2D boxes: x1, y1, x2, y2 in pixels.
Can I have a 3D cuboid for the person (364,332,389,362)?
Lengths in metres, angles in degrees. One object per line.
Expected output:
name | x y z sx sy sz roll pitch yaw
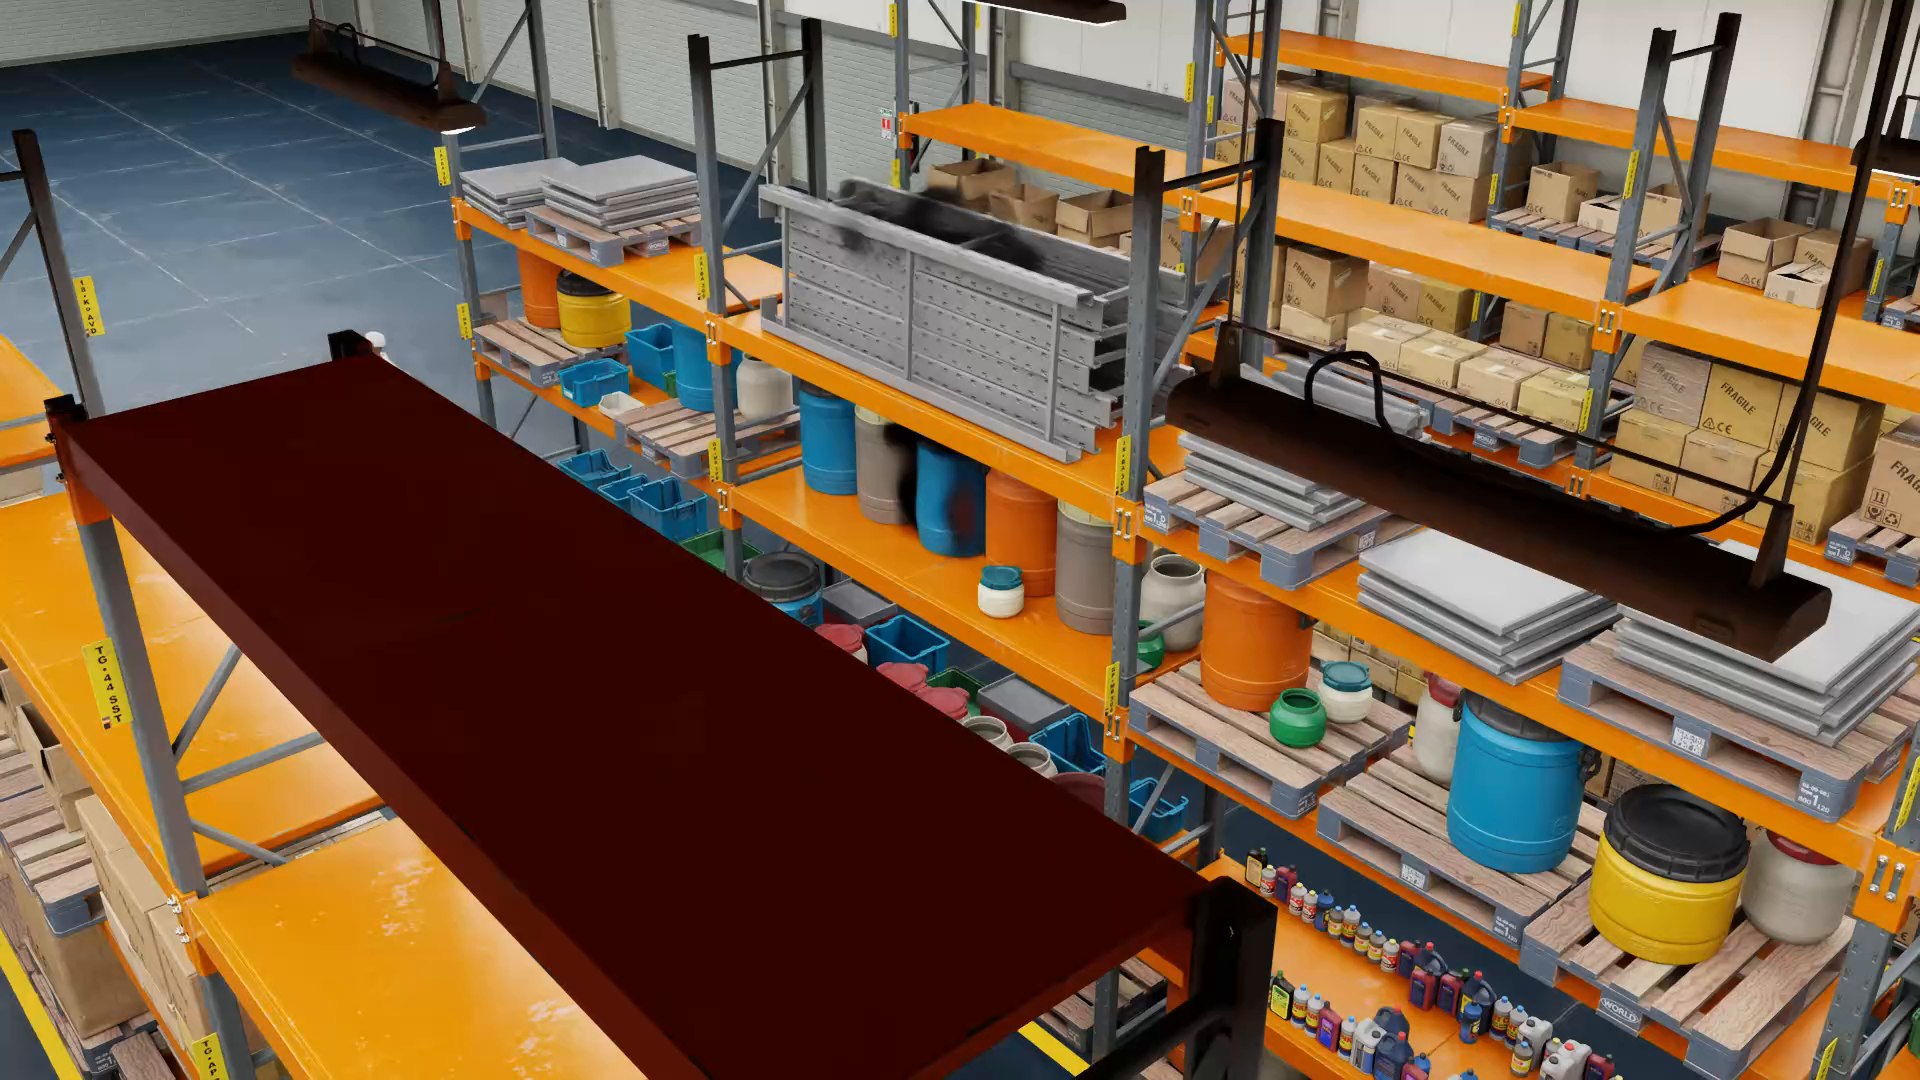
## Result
person | -6.450 -1.507 18.632 0.787 1.734 0.698 -10 29 -20
